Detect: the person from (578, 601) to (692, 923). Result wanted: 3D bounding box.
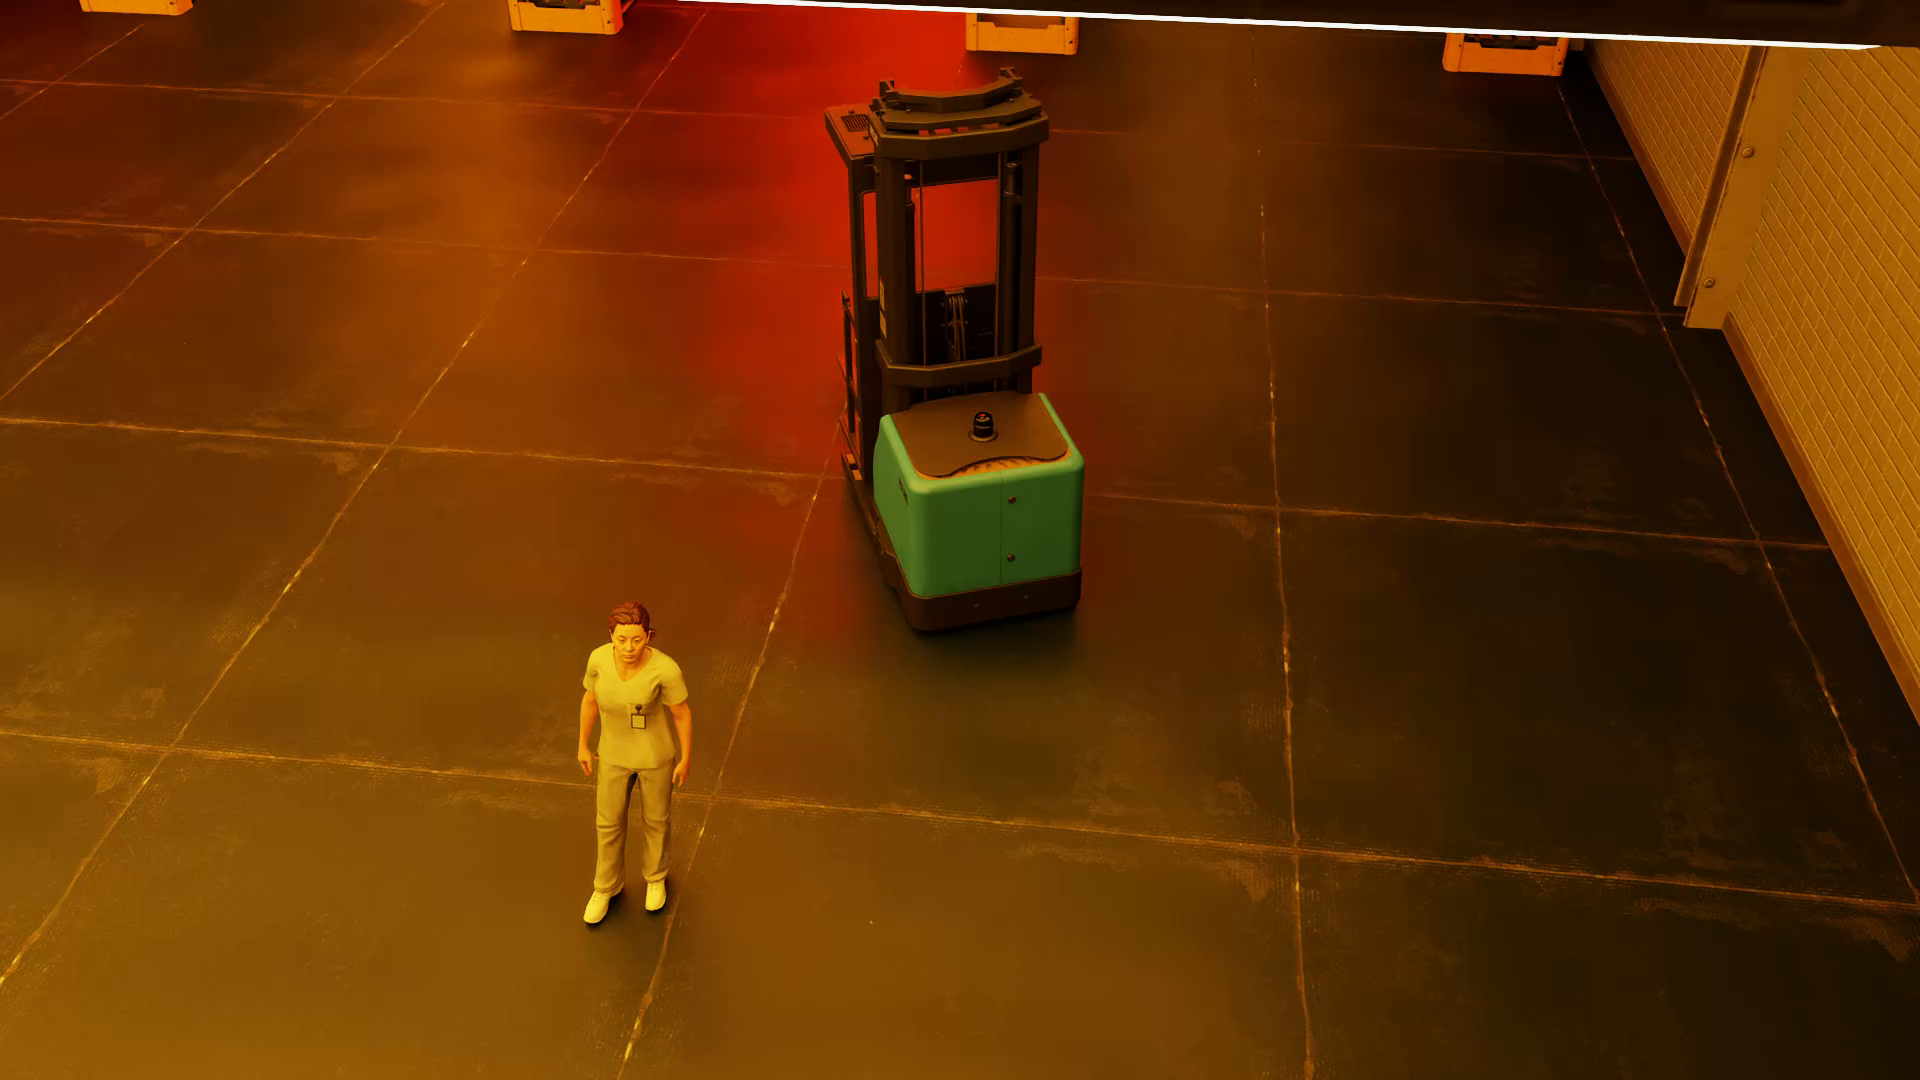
[{"bbox_3d":[-1.513,1.035,7.671,0.550,1.673,0.548,4,37,5],"label":"person"}]

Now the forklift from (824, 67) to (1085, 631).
[{"bbox_3d":[-0.159,-1.528,10.103,1.130,2.935,3.031,-9,37,-12],"label":"forklift"}]
